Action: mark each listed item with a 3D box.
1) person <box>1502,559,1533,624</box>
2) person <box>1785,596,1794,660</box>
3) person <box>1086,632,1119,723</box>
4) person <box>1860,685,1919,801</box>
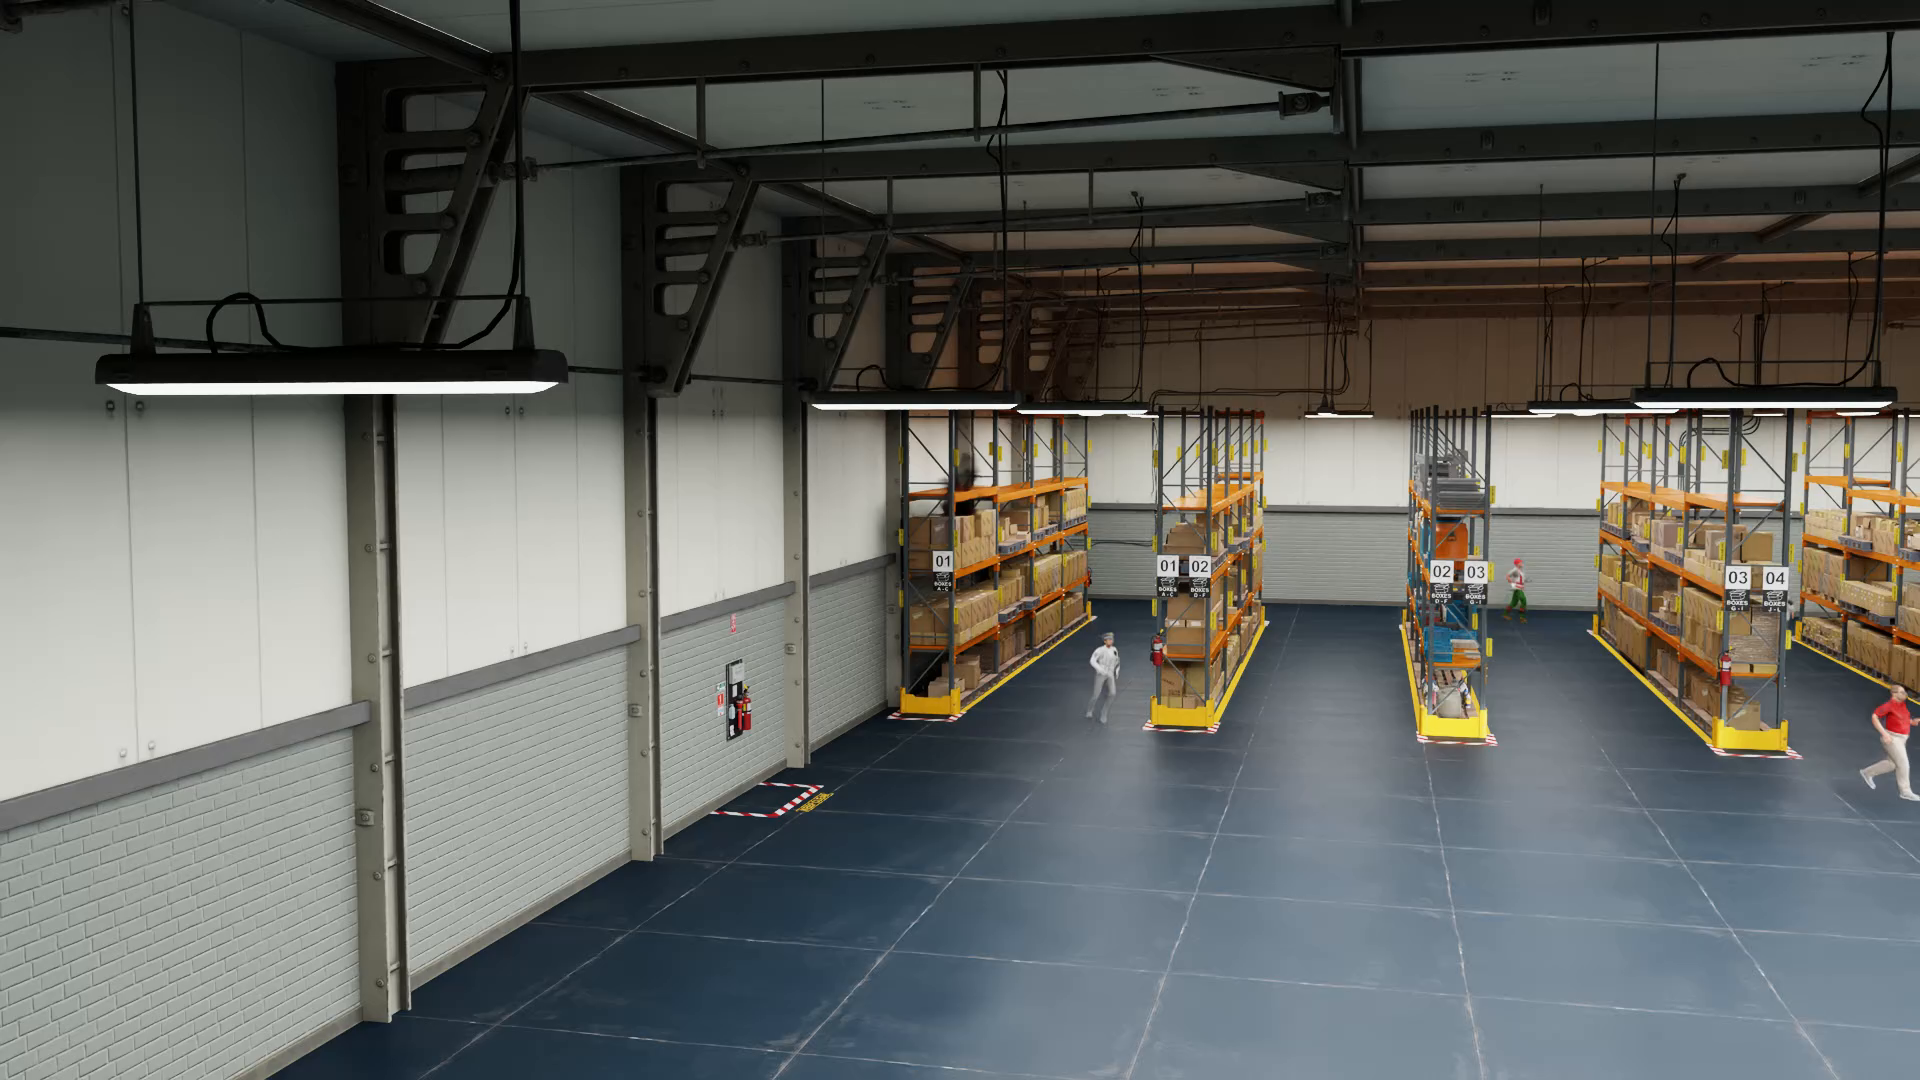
[{"bbox_3d":[15.807,1.447,47.185,0.811,1.850,0.635,2,5,28],"label":"person"},{"bbox_3d":[19.834,1.948,40.259,0.668,1.794,0.970,1,4,17],"label":"person"},{"bbox_3d":[2.770,2.591,31.562,0.672,1.693,0.654,-1,4,-18],"label":"person"},{"bbox_3d":[14.134,3.039,25.210,0.665,1.708,0.939,-4,5,-42],"label":"person"}]
